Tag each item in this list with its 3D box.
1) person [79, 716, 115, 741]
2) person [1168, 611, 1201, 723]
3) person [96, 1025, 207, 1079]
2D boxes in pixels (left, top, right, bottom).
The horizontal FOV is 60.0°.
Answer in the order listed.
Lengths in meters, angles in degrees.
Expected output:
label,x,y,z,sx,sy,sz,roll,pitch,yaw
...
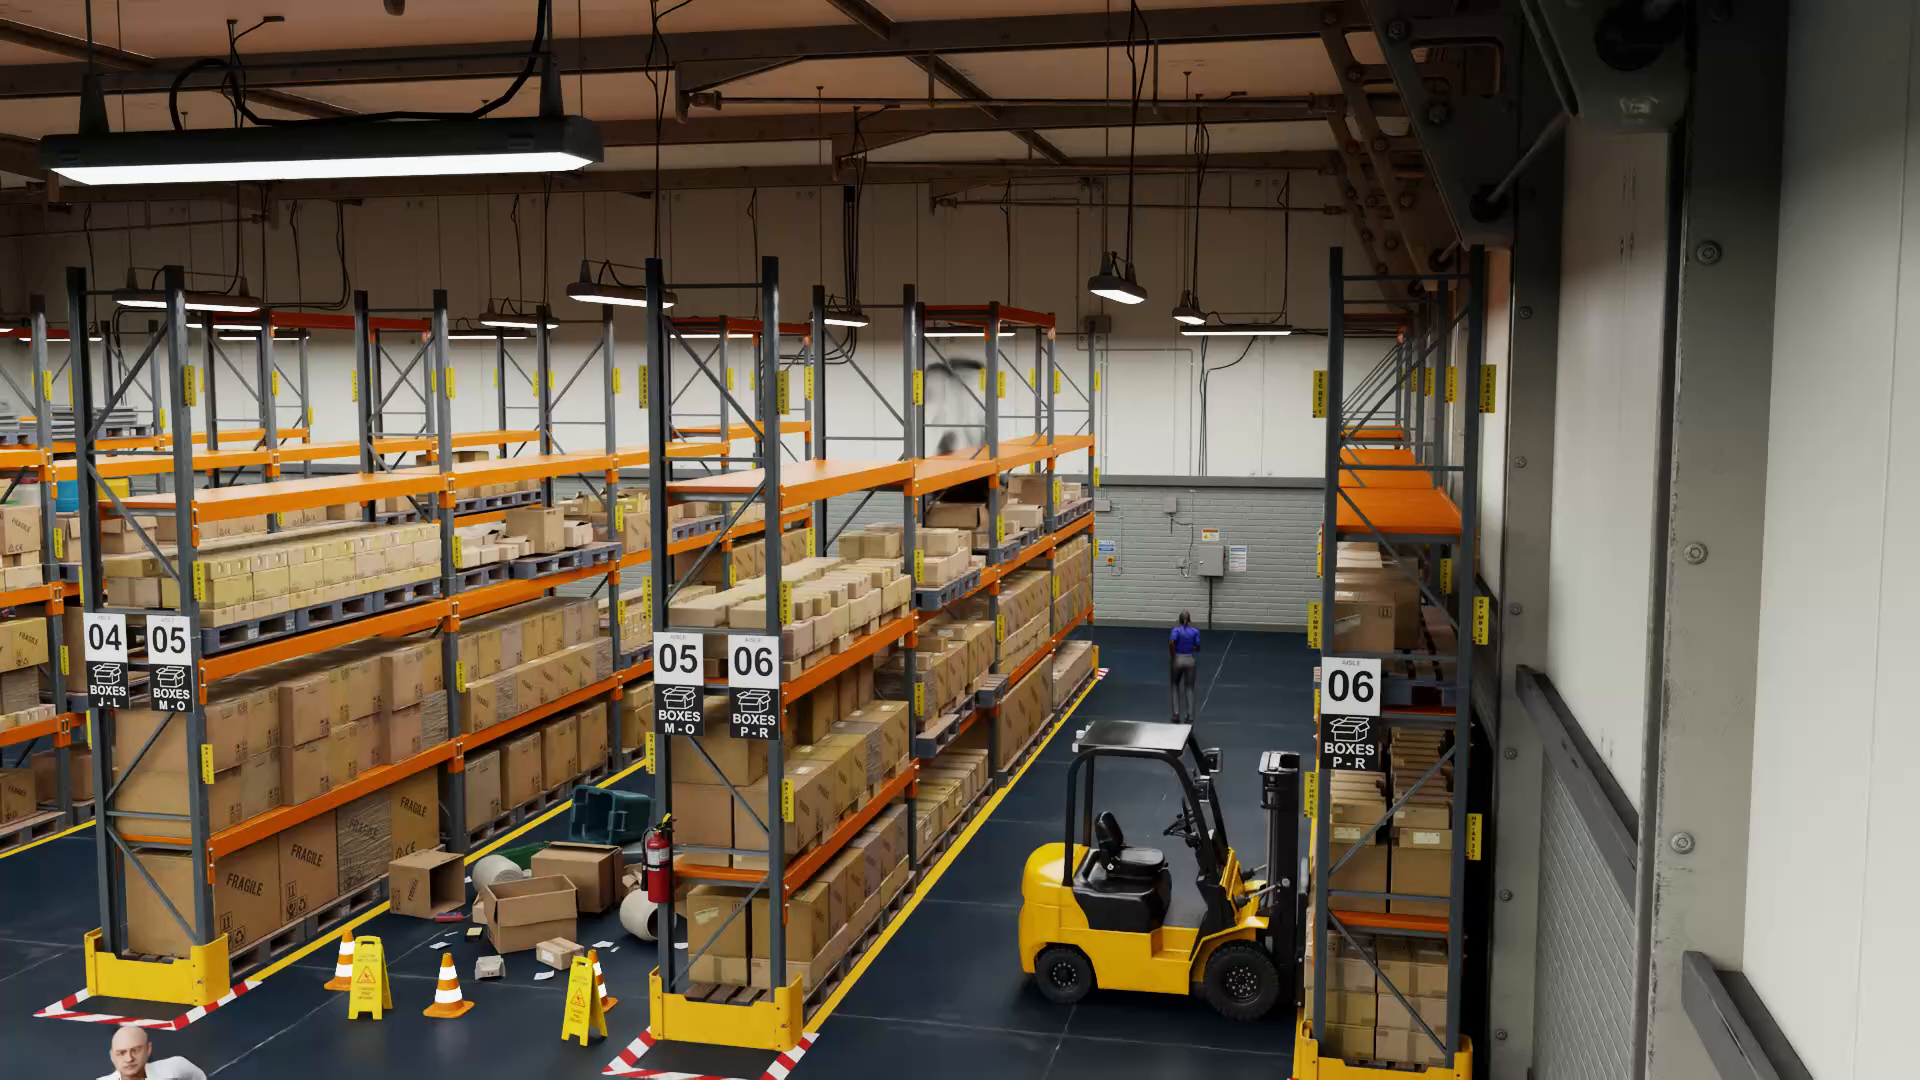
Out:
label,x,y,z,sx,sy,sz,roll,pitch,yaw
person,-11.989,2.071,23.064,0.612,1.627,0.987,1,6,7
person,3.287,1.885,24.422,0.519,1.707,0.799,0,6,0
person,-4.300,3.402,8.741,0.728,1.829,1.002,-3,7,-29
